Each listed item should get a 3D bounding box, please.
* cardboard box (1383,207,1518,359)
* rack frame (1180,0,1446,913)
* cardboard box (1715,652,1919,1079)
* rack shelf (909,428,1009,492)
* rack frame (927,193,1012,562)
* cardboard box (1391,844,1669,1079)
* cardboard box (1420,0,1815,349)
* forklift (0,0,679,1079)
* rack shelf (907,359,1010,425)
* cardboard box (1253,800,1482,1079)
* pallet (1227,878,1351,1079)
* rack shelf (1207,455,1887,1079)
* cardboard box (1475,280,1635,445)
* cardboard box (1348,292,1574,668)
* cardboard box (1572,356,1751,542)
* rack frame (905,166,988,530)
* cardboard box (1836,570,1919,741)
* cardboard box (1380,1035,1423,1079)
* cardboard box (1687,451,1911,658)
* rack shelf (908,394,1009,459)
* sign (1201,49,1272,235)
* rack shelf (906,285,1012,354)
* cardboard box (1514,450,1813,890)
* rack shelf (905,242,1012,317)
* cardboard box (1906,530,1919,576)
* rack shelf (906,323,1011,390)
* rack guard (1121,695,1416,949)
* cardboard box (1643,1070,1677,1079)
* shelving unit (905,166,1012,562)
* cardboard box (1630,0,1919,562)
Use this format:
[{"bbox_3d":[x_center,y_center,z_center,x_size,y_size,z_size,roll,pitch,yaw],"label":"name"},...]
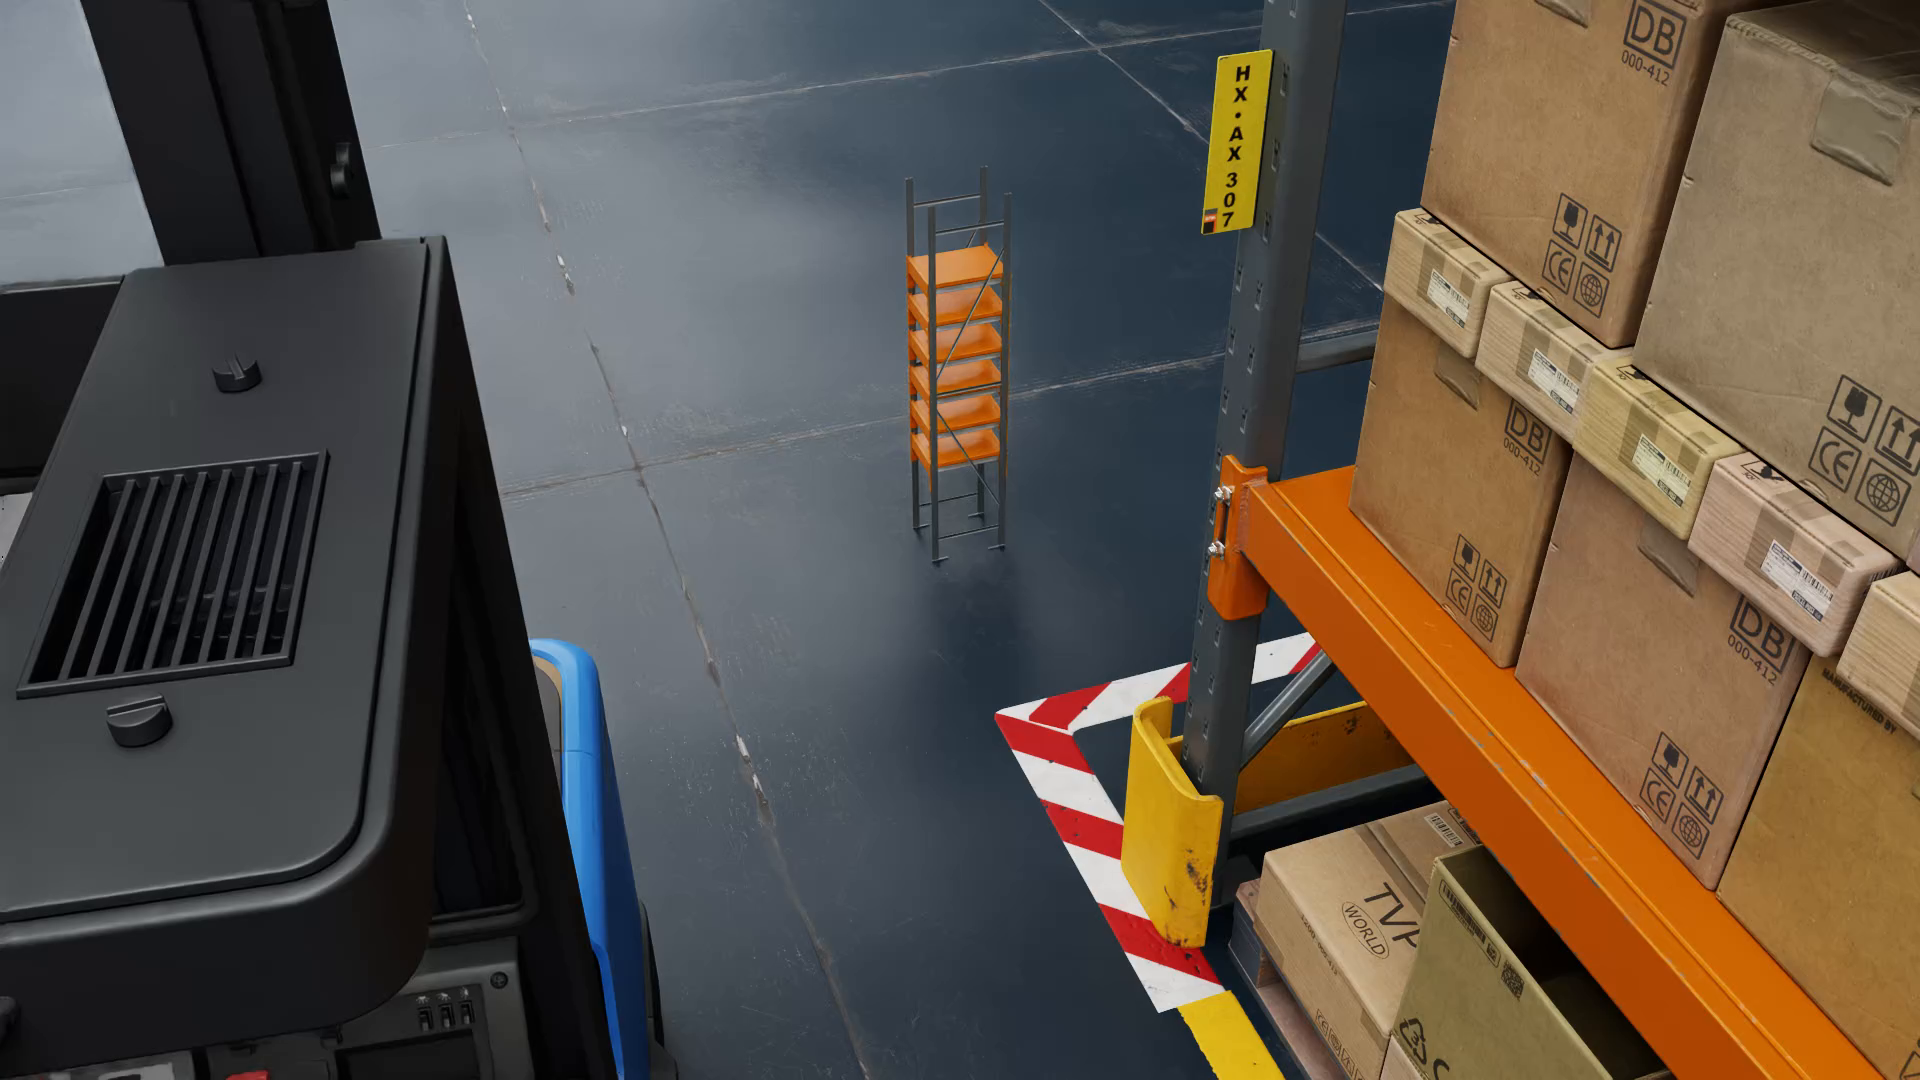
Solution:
[{"bbox_3d":[0.934,-0.451,2.734,0.380,0.149,0.250,-13,39,-16],"label":"cardboard box"},{"bbox_3d":[1.001,-0.418,3.312,1.000,3.000,0.127,-12,39,-16],"label":"rack frame"},{"bbox_3d":[1.500,0.385,2.162,0.700,0.500,0.500,-12,39,-16],"label":"cardboard box"},{"bbox_3d":[-0.005,-0.260,5.071,0.258,0.103,0.180,-12,39,-16],"label":"rack shelf"},{"bbox_3d":[0.027,-0.436,4.831,0.240,1.200,0.006,-12,39,-16],"label":"rack frame"},{"bbox_3d":[1.150,0.844,2.950,0.500,0.500,0.500,-12,39,-16],"label":"cardboard box"},{"bbox_3d":[1.168,-0.680,2.499,0.700,0.500,0.500,-12,39,-16],"label":"cardboard box"},{"bbox_3d":[-0.925,0.792,1.762,1.130,2.935,3.031,-7,38,-9],"label":"forklift"},{"bbox_3d":[-0.005,-0.452,4.927,0.258,0.103,0.180,-12,39,-16],"label":"rack shelf"},{"bbox_3d":[0.977,0.861,3.550,0.500,0.250,0.500,-12,39,-16],"label":"cardboard box"},{"bbox_3d":[1.303,1.119,3.589,1.003,0.211,1.213,-12,39,-16],"label":"pallet"},{"bbox_3d":[1.689,0.999,2.029,1.077,0.370,4.000,-12,39,-16],"label":"rack shelf"},{"bbox_3d":[1.027,-0.303,2.536,0.380,0.149,0.250,-13,39,-17],"label":"cardboard box"},{"bbox_3d":[1.150,-0.192,2.929,0.700,0.500,0.500,-12,39,-16],"label":"cardboard box"},{"bbox_3d":[1.112,-0.161,2.349,0.380,0.149,0.250,-12,39,-16],"label":"cardboard box"},{"bbox_3d":[-0.036,-0.539,4.968,0.240,1.200,0.006,-12,39,-16],"label":"rack frame"},{"bbox_3d":[1.291,0.132,1.960,0.380,0.149,0.250,-14,39,-17],"label":"cardboard box"},{"bbox_3d":[1.152,1.143,3.176,0.500,0.250,0.500,-12,39,-16],"label":"cardboard box"},{"bbox_3d":[1.196,-0.018,2.159,0.380,0.149,0.250,-13,39,-17],"label":"cardboard box"},{"bbox_3d":[-0.005,-0.356,4.999,0.258,0.103,0.180,-12,39,-16],"label":"rack shelf"},{"bbox_3d":[0.478,-0.684,2.880,0.100,0.325,0.005,-12,39,-16],"label":"sign"},{"bbox_3d":[-0.005,-0.644,4.782,0.258,0.103,0.180,-12,39,-16],"label":"rack shelf"},{"bbox_3d":[1.335,0.104,2.536,0.700,0.500,0.500,-11,38,-15],"label":"cardboard box"},{"bbox_3d":[-0.005,-0.739,4.710,0.258,0.103,0.180,-12,39,-16],"label":"rack shelf"},{"bbox_3d":[1.528,-0.100,1.728,0.700,0.500,0.500,-12,39,-16],"label":"cardboard box"},{"bbox_3d":[-0.005,-0.548,4.854,0.258,0.103,0.180,-12,39,-16],"label":"rack shelf"},{"bbox_3d":[0.993,0.567,4.082,1.175,0.500,0.348,-12,39,-16],"label":"rack guard"},{"bbox_3d":[1.335,1.124,2.578,0.500,0.500,0.500,-12,39,-16],"label":"cardboard box"},{"bbox_3d":[-0.005,-0.487,4.900,0.258,1.200,0.189,-12,39,-16],"label":"shelving unit"},{"bbox_3d":[1.354,-0.384,2.106,0.700,0.500,0.500,-13,39,-17],"label":"cardboard box"}]
